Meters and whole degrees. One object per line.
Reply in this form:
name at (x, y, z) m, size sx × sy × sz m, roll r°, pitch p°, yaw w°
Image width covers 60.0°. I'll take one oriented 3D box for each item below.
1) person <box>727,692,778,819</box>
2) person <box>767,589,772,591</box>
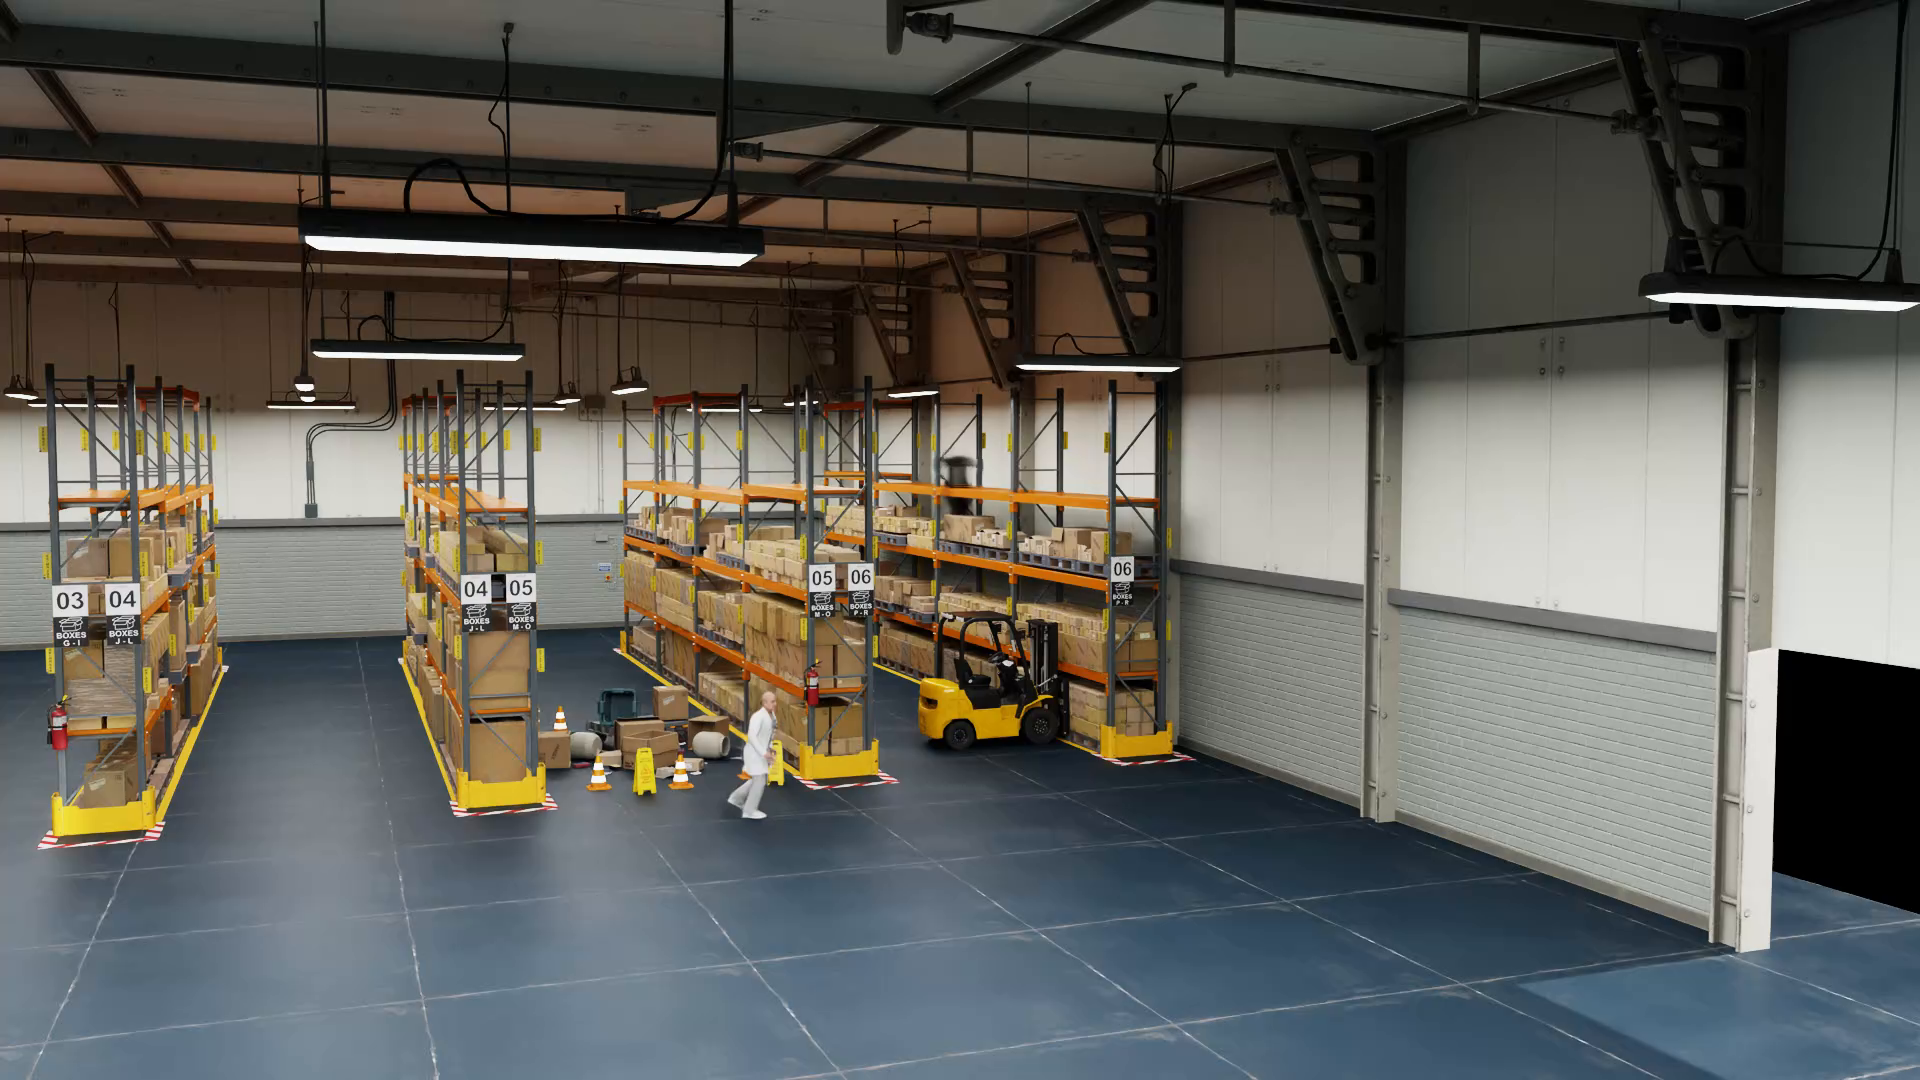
person at (-2.762, 2.851, 22.112) m, size 0.767 × 1.709 × 0.691 m, roll 1°, pitch 3°, yaw 13°
person at (-4.308, 1.874, 38.946) m, size 0.990 × 1.723 × 0.717 m, roll 2°, pitch 4°, yaw 28°
